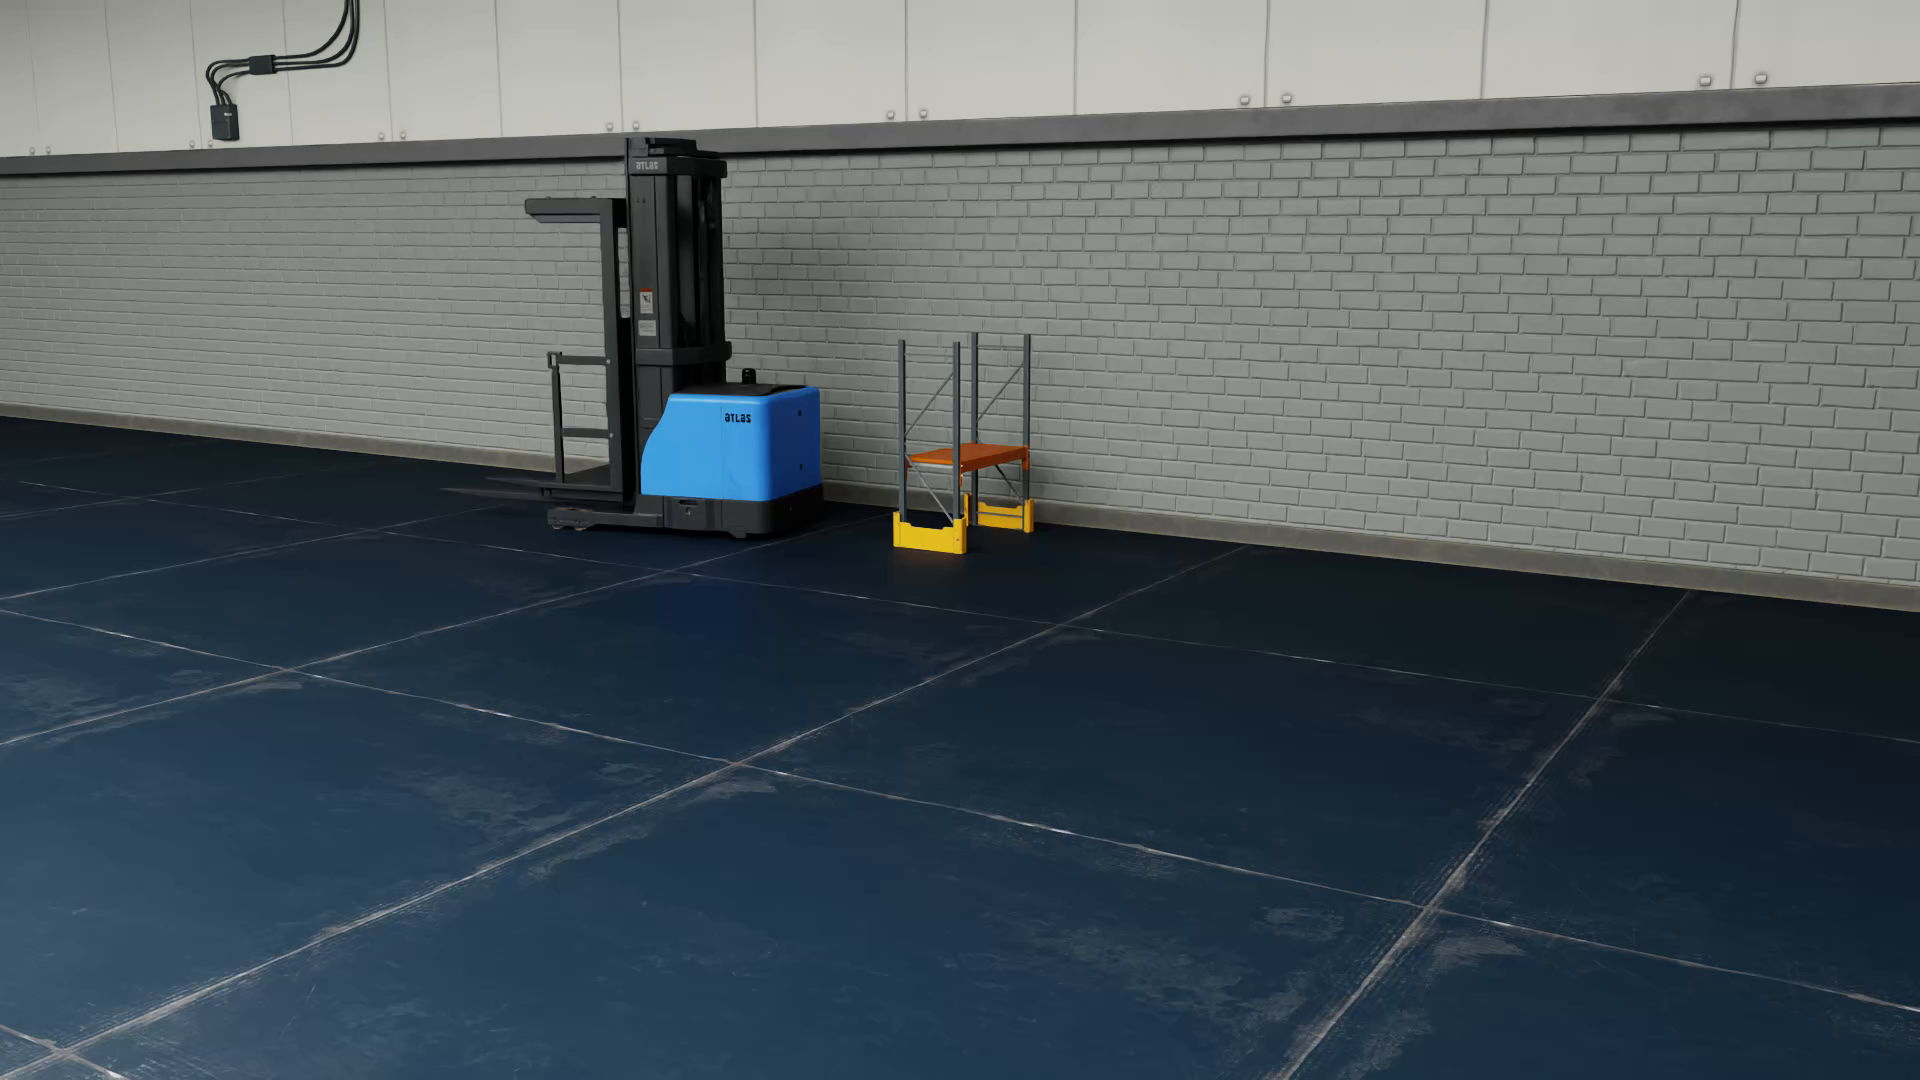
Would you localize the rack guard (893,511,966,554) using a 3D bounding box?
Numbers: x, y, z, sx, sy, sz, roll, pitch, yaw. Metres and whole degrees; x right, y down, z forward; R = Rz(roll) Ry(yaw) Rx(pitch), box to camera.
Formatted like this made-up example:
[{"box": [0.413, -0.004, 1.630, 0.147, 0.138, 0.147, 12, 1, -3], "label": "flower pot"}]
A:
[{"box": [-0.219, -0.057, 11.991, 0.587, 0.250, 0.087, 6, 12, 31], "label": "rack guard"}]

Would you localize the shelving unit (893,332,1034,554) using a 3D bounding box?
[{"box": [0.040, -0.749, 12.295, 0.587, 1.500, 1.083, 6, 12, 31], "label": "shelving unit"}]

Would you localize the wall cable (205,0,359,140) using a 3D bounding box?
[{"box": [-6.867, -7.063, 16.398, 2.305, 6.003, 0.169, 6, 12, 31], "label": "wall cable"}]

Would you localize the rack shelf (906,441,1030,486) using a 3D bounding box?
[{"box": [0.044, -0.574, 12.335, 0.538, 0.185, 1.000, 6, 12, 31], "label": "rack shelf"}]

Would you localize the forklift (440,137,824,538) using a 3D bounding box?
[{"box": [-2.648, -1.596, 12.927, 3.031, 2.935, 1.130, 4, 11, 20], "label": "forklift"}]

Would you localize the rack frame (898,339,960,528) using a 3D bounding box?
[{"box": [-0.220, -0.671, 11.875, 0.500, 1.500, 0.032, 6, 12, 31], "label": "rack frame"}]

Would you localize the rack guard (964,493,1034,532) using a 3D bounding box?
[{"box": [0.298, -0.213, 12.828, 0.587, 0.250, 0.087, 6, 12, 31], "label": "rack guard"}]

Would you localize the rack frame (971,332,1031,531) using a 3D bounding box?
[{"box": [0.308, -0.831, 12.729, 0.500, 1.500, 0.032, 6, 12, 31], "label": "rack frame"}]
